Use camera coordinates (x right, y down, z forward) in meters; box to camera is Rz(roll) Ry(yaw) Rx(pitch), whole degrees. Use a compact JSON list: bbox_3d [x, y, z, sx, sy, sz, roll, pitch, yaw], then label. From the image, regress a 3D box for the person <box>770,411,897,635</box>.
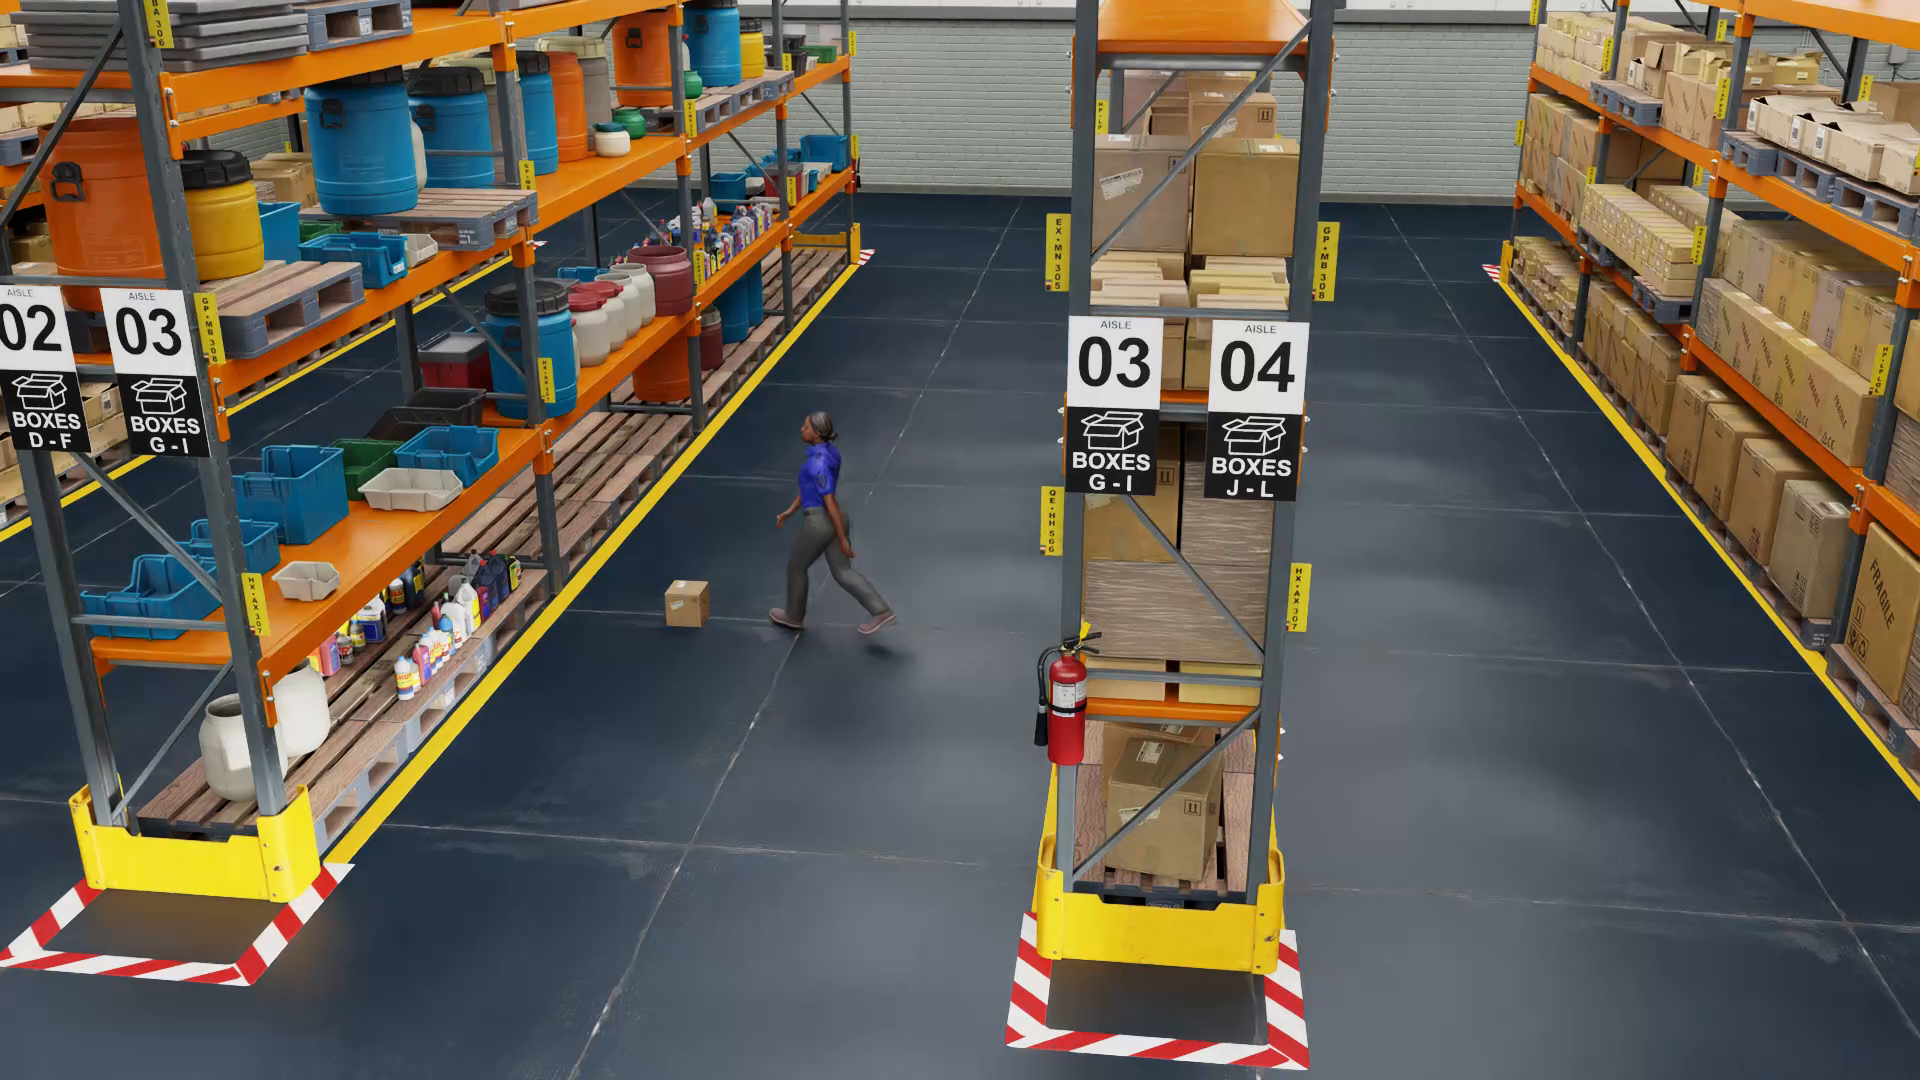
[{"bbox_3d":[-0.913,-0.104,11.383,0.985,1.597,0.435,8,23,21],"label":"person"}]
